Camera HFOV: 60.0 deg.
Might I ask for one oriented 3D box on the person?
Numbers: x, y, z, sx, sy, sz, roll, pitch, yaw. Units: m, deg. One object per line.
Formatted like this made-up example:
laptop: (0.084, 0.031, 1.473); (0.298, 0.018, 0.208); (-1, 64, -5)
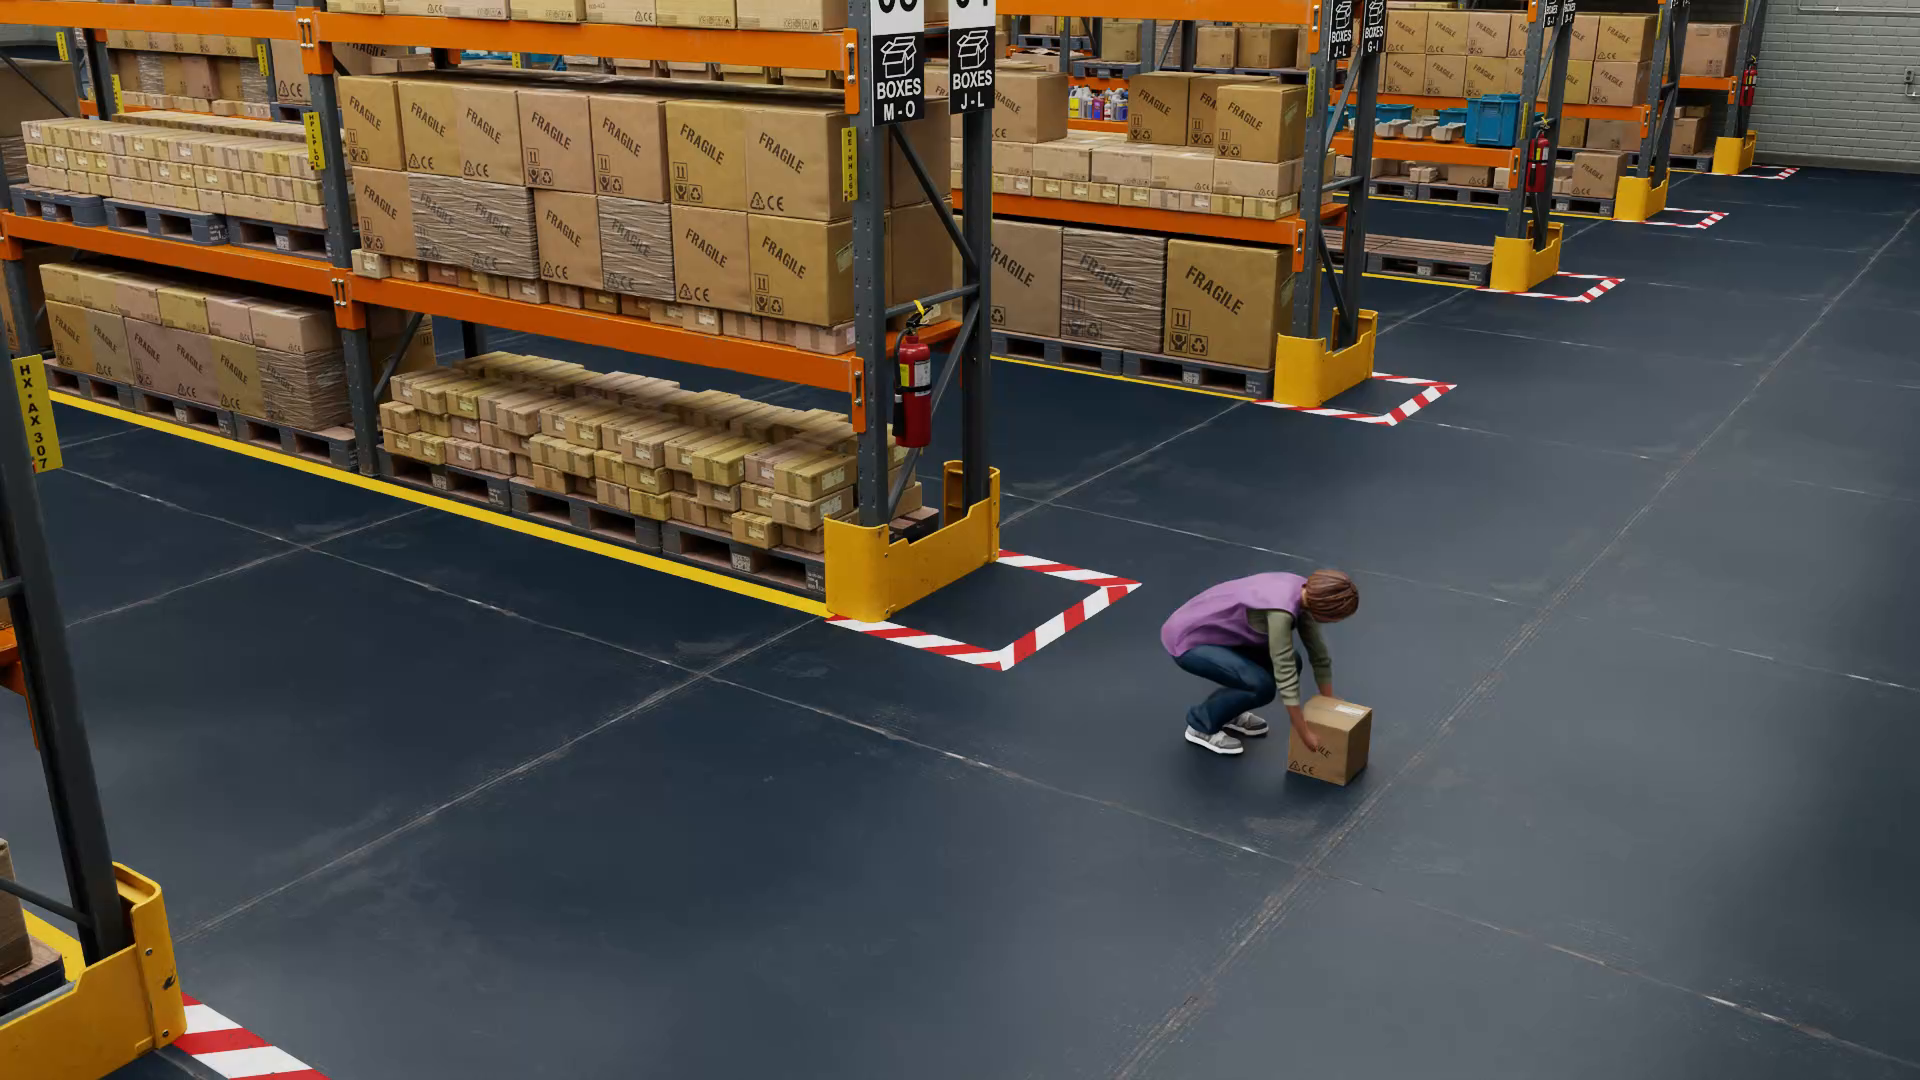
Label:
person: (1.232, 0.474, 6.916); (0.802, 0.829, 0.439); (13, 24, 32)
